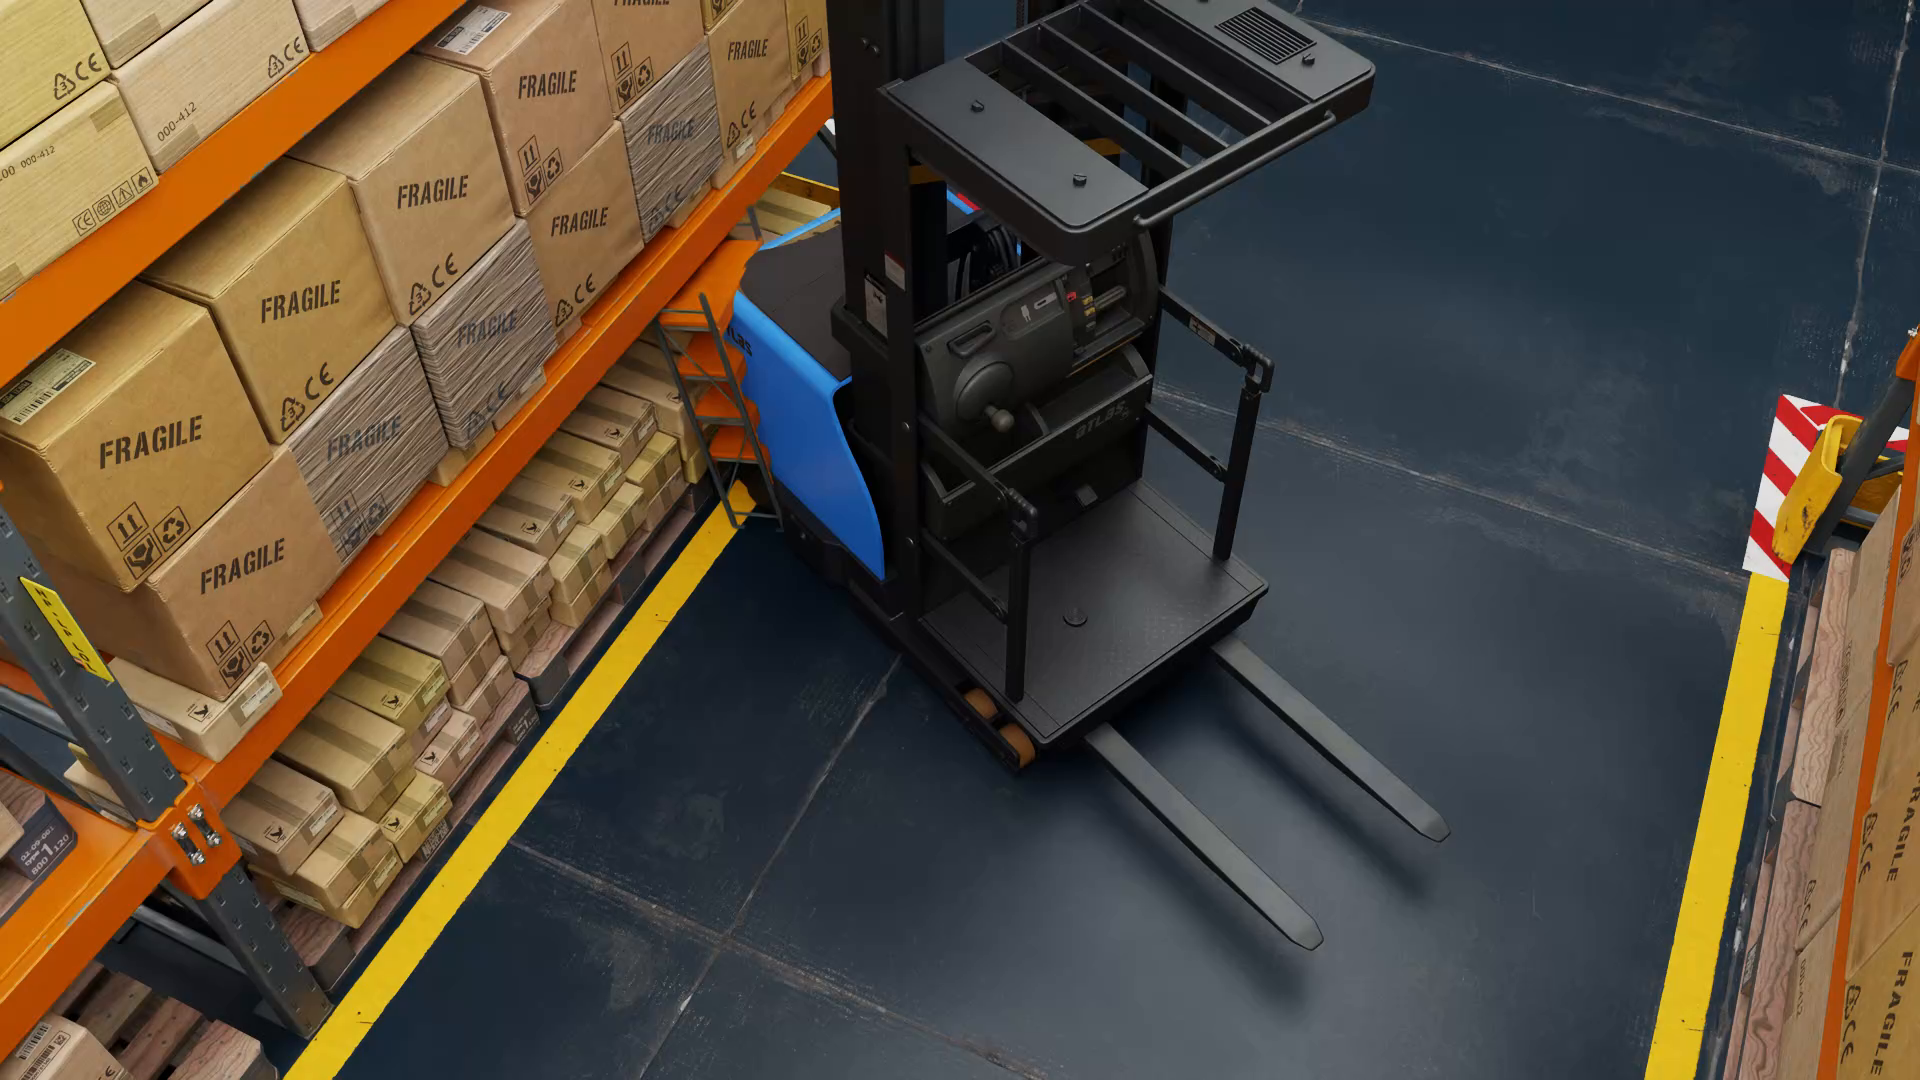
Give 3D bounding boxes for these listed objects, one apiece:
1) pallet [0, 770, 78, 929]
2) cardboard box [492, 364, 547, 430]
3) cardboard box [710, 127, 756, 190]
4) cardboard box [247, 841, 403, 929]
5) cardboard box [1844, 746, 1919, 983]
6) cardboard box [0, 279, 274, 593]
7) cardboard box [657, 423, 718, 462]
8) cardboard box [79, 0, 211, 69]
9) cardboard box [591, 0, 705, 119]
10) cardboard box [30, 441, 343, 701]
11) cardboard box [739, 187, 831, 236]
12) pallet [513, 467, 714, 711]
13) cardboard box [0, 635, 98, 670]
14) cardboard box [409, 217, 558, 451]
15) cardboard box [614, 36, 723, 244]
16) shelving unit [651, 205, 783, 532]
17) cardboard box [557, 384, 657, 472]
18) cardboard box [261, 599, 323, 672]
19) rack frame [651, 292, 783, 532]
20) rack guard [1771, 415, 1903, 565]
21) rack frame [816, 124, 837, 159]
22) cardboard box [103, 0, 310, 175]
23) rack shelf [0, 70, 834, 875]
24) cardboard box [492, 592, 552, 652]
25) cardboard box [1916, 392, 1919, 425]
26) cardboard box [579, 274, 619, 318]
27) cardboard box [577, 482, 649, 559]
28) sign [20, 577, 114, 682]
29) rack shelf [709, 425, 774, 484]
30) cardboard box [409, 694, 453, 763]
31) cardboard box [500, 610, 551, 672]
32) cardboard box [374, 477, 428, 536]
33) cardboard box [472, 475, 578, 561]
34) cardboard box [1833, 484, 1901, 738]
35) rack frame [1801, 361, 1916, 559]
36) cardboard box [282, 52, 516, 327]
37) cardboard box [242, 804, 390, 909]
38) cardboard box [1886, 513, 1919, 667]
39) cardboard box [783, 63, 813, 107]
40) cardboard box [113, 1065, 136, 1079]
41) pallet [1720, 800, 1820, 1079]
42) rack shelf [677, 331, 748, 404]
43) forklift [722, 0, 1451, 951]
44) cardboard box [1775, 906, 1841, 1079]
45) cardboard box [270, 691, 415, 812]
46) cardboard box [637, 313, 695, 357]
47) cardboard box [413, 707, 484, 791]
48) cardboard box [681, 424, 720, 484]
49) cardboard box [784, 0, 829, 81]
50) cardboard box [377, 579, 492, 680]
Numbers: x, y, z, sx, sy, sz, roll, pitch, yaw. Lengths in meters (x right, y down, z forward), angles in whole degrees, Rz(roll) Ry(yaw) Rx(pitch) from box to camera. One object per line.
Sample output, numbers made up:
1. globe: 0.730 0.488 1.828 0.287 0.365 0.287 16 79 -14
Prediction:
1. pallet: -2.926 0.939 3.922 1.003 0.211 1.213 20 52 16
2. cardboard box: -1.533 -0.532 5.213 0.380 0.149 0.250 22 53 18
3. cardboard box: -0.965 -1.439 5.985 0.380 0.149 0.250 21 53 17
4. cardboard box: -2.022 1.040 5.307 0.380 0.149 0.250 18 52 15
5. cardboard box: 2.434 0.797 3.852 0.500 0.500 0.500 19 52 16
6. cardboard box: -2.055 -0.286 3.922 0.500 0.500 0.500 21 53 17
7. cardboard box: -1.157 -0.489 6.413 0.380 0.149 0.250 21 53 17
8. cardboard box: -1.828 -1.282 3.488 0.500 0.250 0.500 20 52 16
9. cardboard box: -1.161 -1.703 5.127 0.500 0.500 0.500 22 53 18
10. cardboard box: -2.029 0.010 4.326 0.500 0.500 0.500 19 52 15
11. cardboard box: -0.757 -1.314 6.919 0.380 0.149 0.250 20 53 16
12. pallet: -1.693 -0.015 6.440 1.003 0.211 1.213 20 52 16
13. cardboard box: -2.558 0.207 4.585 0.380 0.149 0.250 19 52 16
14. cardboard box: -1.576 -0.668 4.903 0.500 0.500 0.500 19 52 15
15. cardboard box: -1.151 -1.387 5.515 0.500 0.500 0.500 20 52 16
16. shelving unit: -0.825 -0.626 6.288 0.258 1.200 0.503 5 49 17
17. cardboard box: -1.357 -0.434 6.171 0.380 0.149 0.250 18 52 15
18. cardboard box: -2.008 0.189 4.600 0.380 0.149 0.250 21 53 17
19. rack frame: -0.887 -0.446 6.135 0.240 1.200 0.015 5 49 17
20. rack guard: 3.770 -0.022 6.255 1.175 0.500 0.348 20 52 16
21. rack frame: -0.759 -2.356 6.601 1.000 3.000 0.127 20 52 16
22. cardboard box: -1.826 -1.106 3.666 0.500 0.250 0.500 19 52 16
23. rack shelf: -1.614 -0.746 5.703 1.077 0.370 4.000 20 52 16
24. cardboard box: -1.669 0.194 5.831 0.380 0.149 0.250 22 53 18
25. cardboard box: 3.295 -0.611 5.050 0.500 0.500 0.500 19 52 16
26. cardboard box: -1.372 -0.912 5.537 0.380 0.149 0.250 21 53 17
27. cardboard box: -1.376 -0.120 6.099 0.380 0.149 0.250 20 53 16
28. sign: -1.965 0.201 3.664 0.100 0.325 0.005 20 52 16
29. rack shelf: -0.781 -0.447 6.480 0.258 0.148 0.480 5 49 17
30. cardboard box: -1.926 0.561 5.519 0.380 0.149 0.250 20 52 16
31. cardboard box: -1.703 0.281 5.953 0.380 0.149 0.250 18 52 15
32. cardboard box: -1.821 -0.197 4.928 0.380 0.149 0.250 18 52 14
33. cardboard box: -1.584 -0.088 5.876 0.380 0.149 0.250 18 52 15
34. cardboard box: 3.568 0.366 5.691 0.875 0.438 0.875 18 52 15
35. rack frame: 3.759 -0.815 5.289 1.000 3.000 0.127 20 52 16
36. cardboard box: -1.604 -0.985 4.516 0.500 0.500 0.500 21 53 17
37. cardboard box: -2.024 0.944 5.193 0.380 0.149 0.250 22 53 18
38. cardboard box: 2.870 0.091 4.452 0.500 0.500 0.500 20 52 16
39. cardboard box: -0.783 -1.799 6.292 0.380 0.149 0.250 20 52 16
40. cardboard box: -2.557 1.664 4.546 0.500 0.500 0.500 19 52 15
41. pallet: 2.966 1.501 5.149 1.003 0.211 1.213 20 52 16
42. rack shelf: -0.851 -0.731 6.175 0.258 0.148 0.480 5 49 17
43. forklift: 0.398 -0.578 5.133 1.130 2.935 3.031 -32 57 -24
44. cardboard box: 2.798 1.619 4.624 0.875 0.438 0.875 18 52 15
45. cardboard box: -1.963 0.653 5.246 0.380 0.149 0.250 22 53 18
46. cardboard box: -1.080 -0.783 6.467 0.380 0.149 0.250 18 52 15
47. cardboard box: -1.849 0.668 5.623 0.380 0.149 0.250 20 52 16
48. cardboard box: -1.151 -0.404 6.536 0.380 0.149 0.250 18 52 14
49. cardboard box: -0.719 -2.092 6.115 0.500 0.500 0.500 21 53 17
50. cardboard box: -1.808 0.276 5.567 0.380 0.149 0.250 19 52 15
